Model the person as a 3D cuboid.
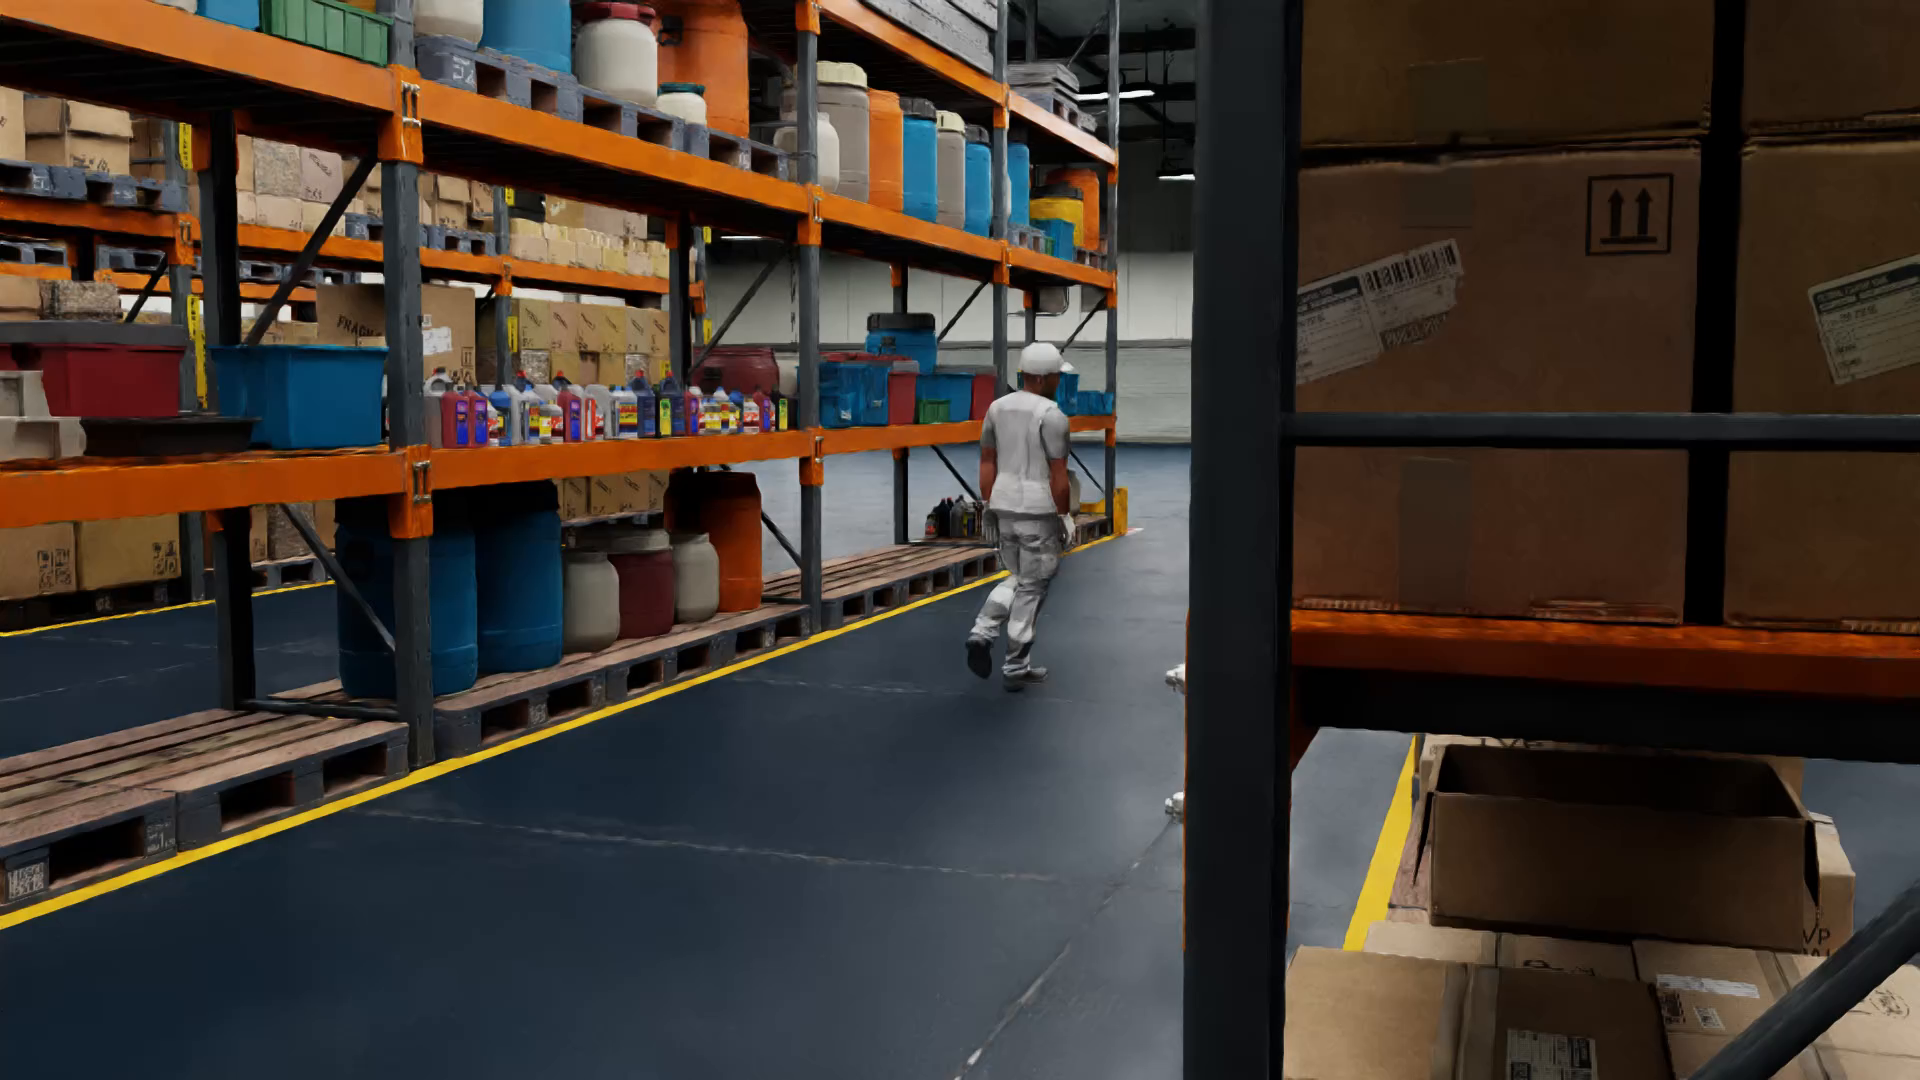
[{"bbox_3d":[0.344,-0.118,8.475,0.501,1.768,0.565,-5,7,-43],"label":"person"}]
